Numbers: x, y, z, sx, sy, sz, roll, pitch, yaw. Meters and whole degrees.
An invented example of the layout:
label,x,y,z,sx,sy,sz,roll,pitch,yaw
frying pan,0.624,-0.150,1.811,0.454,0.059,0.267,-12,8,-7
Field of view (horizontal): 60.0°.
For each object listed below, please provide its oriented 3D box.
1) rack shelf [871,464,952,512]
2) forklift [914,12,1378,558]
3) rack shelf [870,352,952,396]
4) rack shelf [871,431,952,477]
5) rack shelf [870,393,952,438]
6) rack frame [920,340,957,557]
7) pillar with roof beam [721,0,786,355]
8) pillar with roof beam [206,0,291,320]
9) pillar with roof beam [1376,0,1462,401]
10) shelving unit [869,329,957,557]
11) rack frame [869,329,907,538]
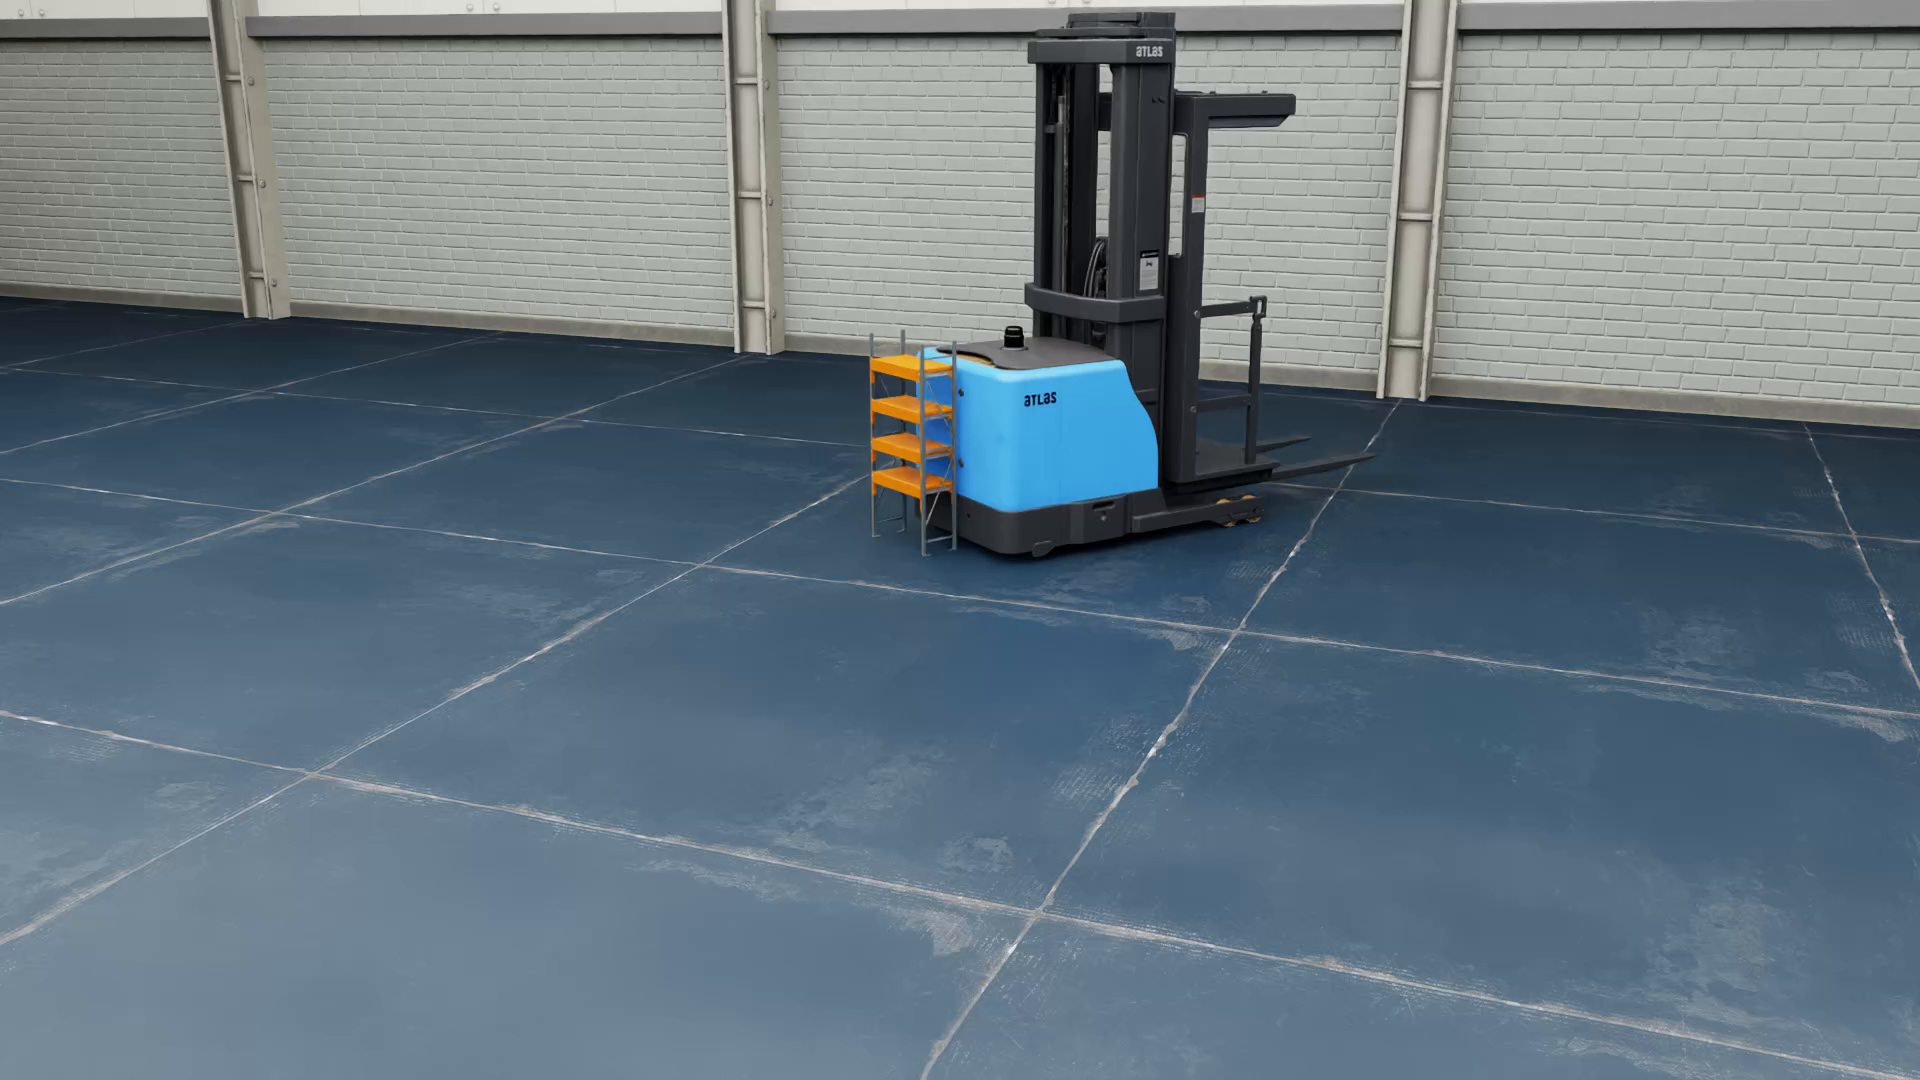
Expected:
label,x,y,z,sx,sy,sz,roll,pitch,yaw
rack shelf,-0.266,-0.301,9.511,0.258,0.148,0.480,-12,20,-36
forklift,1.250,-1.598,9.920,3.031,2.935,1.130,-10,19,-31
rack shelf,-0.266,-0.934,9.328,0.258,0.148,0.480,-12,20,-36
rack shelf,-0.266,-0.492,9.456,0.258,0.148,0.480,-12,20,-36
rack shelf,-0.266,-0.706,9.394,0.258,0.148,0.480,-12,20,-36
rack frame,-0.118,-0.502,9.251,0.240,1.200,0.015,-12,20,-36
pillar with roof beam,-3.488,-5.012,10.796,0.400,9.000,9.100,6,17,21
pillar with roof beam,-9.069,-5.625,12.910,0.400,9.000,9.100,6,17,21
pillar with roof beam,2.094,-4.398,8.681,0.400,9.000,9.100,6,17,21
shelving unit,-0.266,-0.556,9.437,0.258,1.200,0.503,-12,20,-36
rack frame,-0.414,-0.610,9.624,0.240,1.200,0.015,-12,20,-36
